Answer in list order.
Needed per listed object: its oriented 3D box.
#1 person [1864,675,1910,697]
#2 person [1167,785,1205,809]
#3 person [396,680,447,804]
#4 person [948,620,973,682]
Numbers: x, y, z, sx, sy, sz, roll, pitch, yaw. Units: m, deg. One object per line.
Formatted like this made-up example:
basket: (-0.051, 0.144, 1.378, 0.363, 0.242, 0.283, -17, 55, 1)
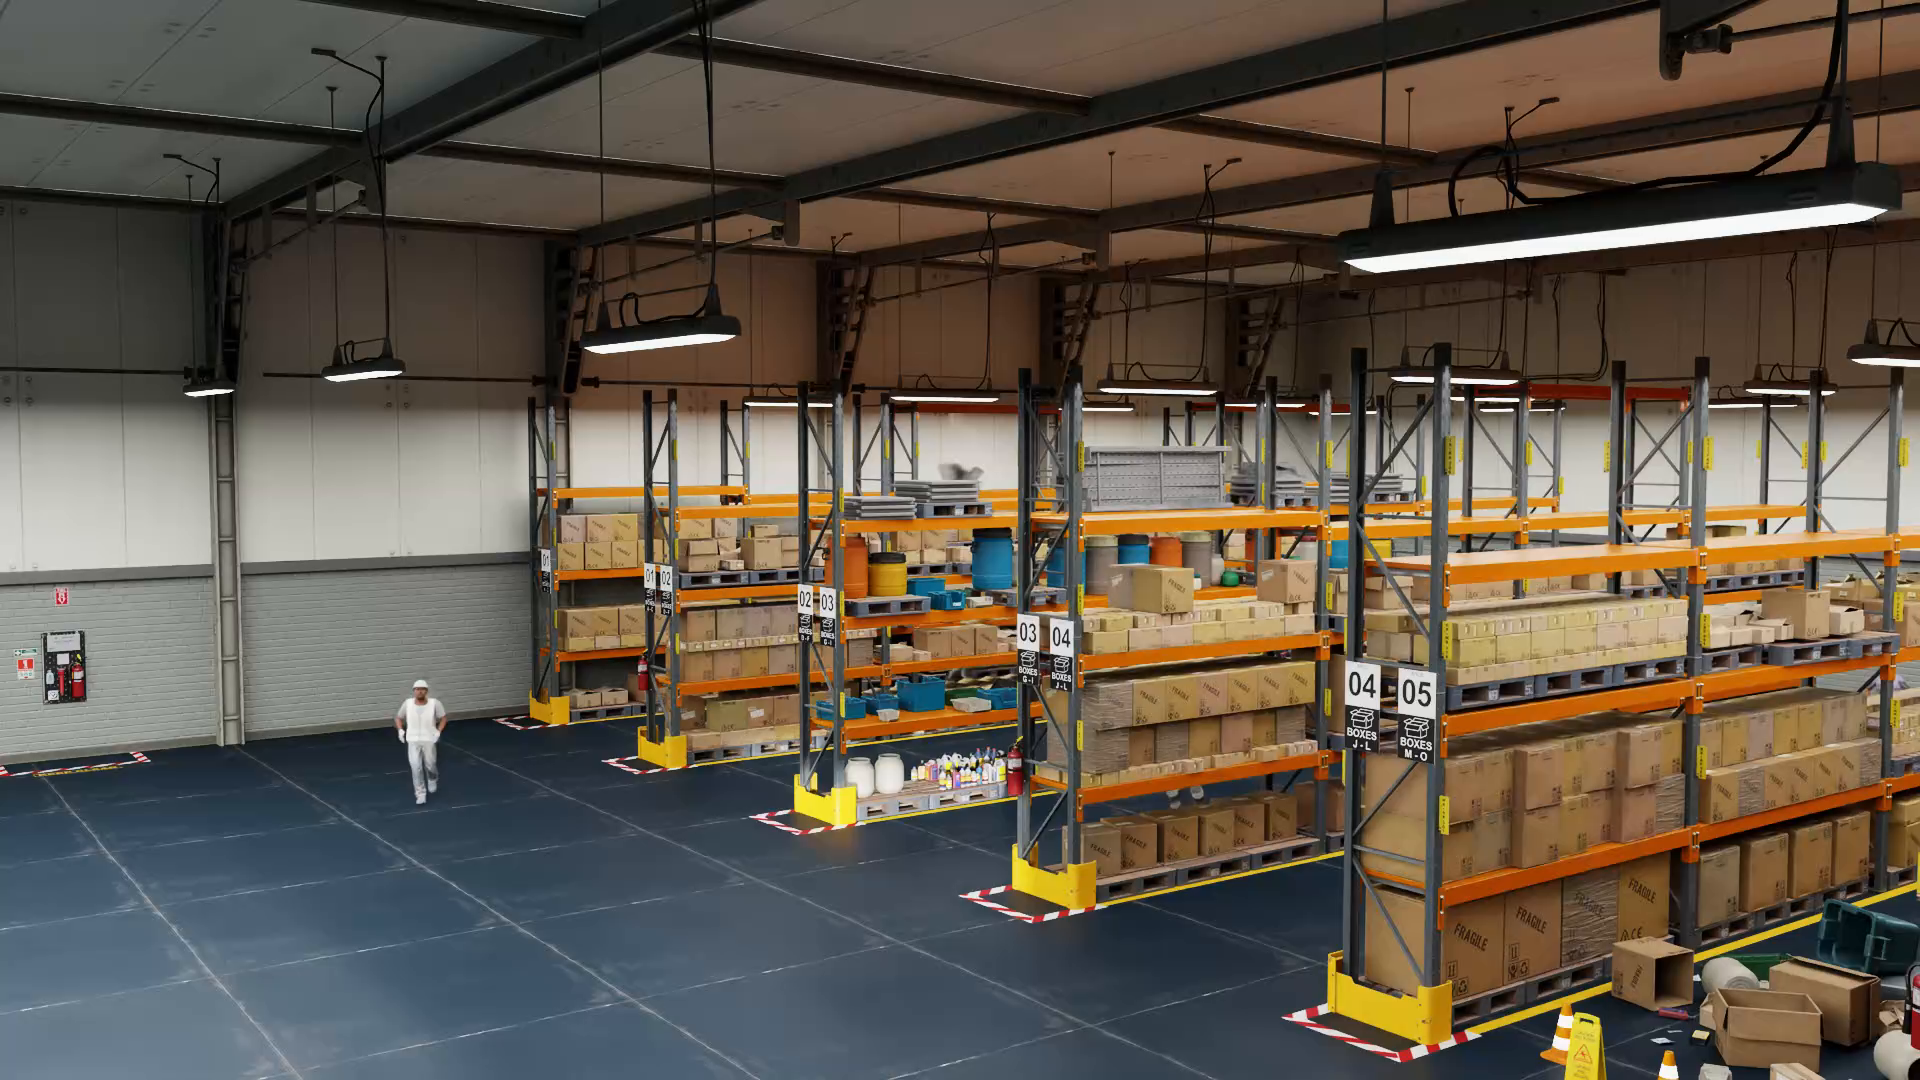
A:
person: (14.988, 2.764, 26.836, 0.656, 1.641, 0.834, 1, 4, 19)
person: (3.041, 2.937, 22.606, 0.644, 1.830, 0.752, 3, 5, 45)
person: (-7.739, 2.844, 23.879, 0.705, 1.688, 0.691, -1, 3, -12)
person: (0.048, 2.372, 32.447, 0.672, 1.753, 0.697, -3, 4, -38)
